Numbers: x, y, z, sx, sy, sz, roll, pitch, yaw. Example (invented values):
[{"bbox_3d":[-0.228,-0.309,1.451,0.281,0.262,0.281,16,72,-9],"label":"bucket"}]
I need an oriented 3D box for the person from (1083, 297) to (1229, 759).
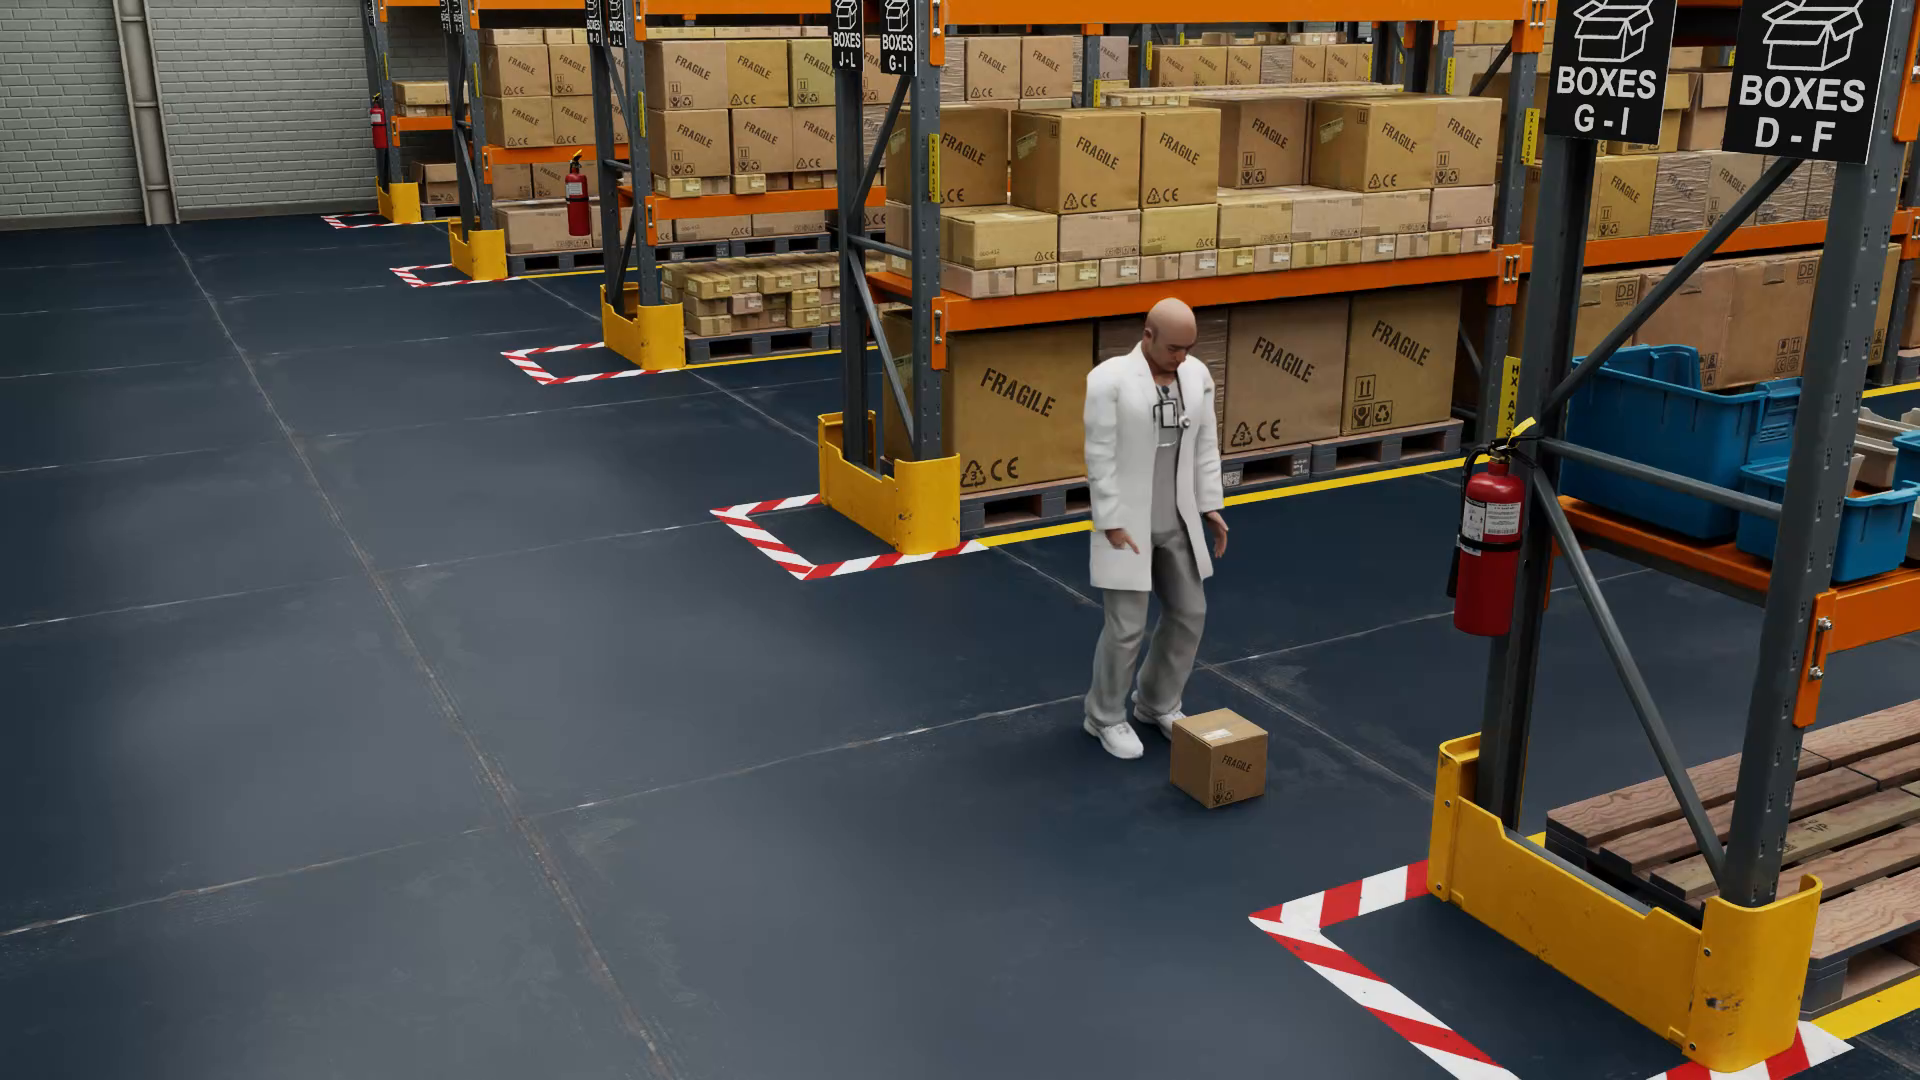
[{"bbox_3d":[0.738,-0.051,6.309,0.579,1.747,0.395,-9,20,-25],"label":"person"}]
